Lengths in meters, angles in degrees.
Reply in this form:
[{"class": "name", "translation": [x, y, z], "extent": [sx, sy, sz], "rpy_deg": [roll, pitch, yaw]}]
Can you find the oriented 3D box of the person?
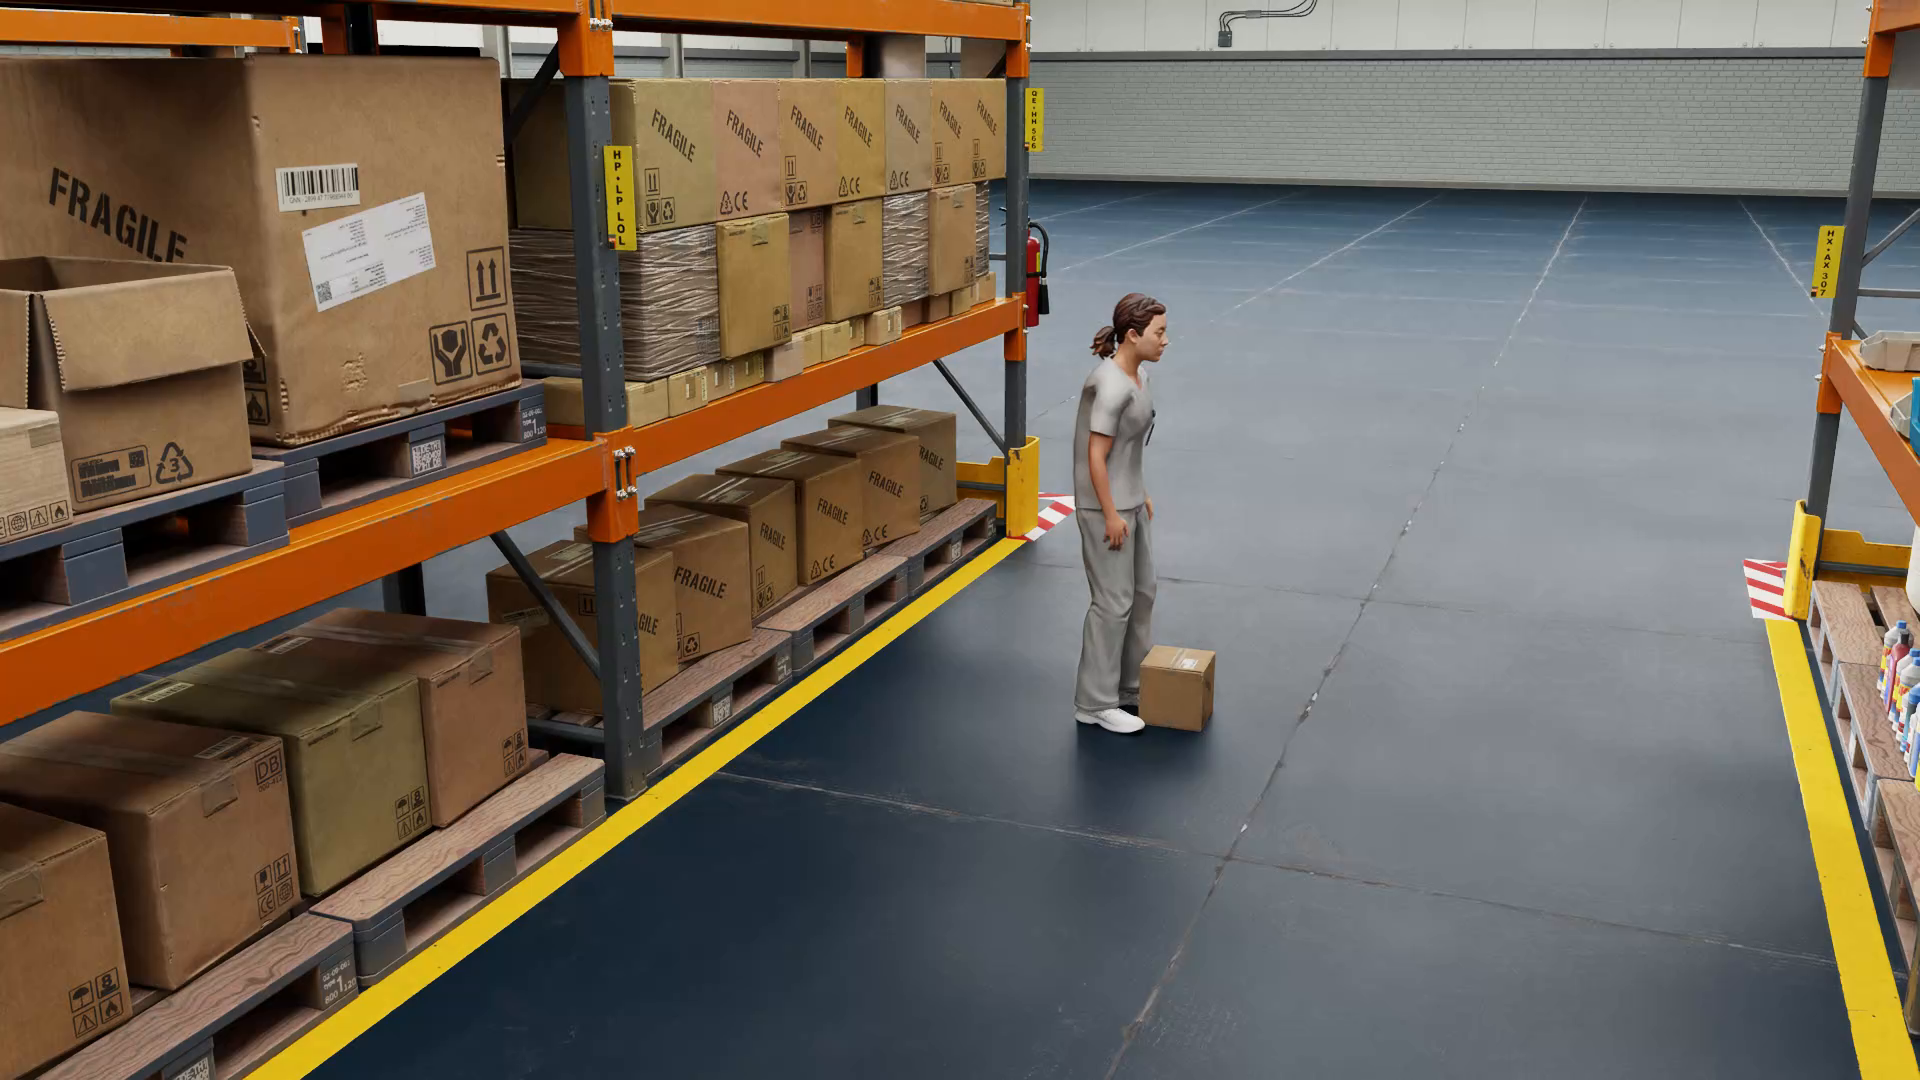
[{"class": "person", "translation": [0.647, -0.119, 6.456], "extent": [0.404, 1.673, 0.487], "rpy_deg": [6, 17, 21]}]
